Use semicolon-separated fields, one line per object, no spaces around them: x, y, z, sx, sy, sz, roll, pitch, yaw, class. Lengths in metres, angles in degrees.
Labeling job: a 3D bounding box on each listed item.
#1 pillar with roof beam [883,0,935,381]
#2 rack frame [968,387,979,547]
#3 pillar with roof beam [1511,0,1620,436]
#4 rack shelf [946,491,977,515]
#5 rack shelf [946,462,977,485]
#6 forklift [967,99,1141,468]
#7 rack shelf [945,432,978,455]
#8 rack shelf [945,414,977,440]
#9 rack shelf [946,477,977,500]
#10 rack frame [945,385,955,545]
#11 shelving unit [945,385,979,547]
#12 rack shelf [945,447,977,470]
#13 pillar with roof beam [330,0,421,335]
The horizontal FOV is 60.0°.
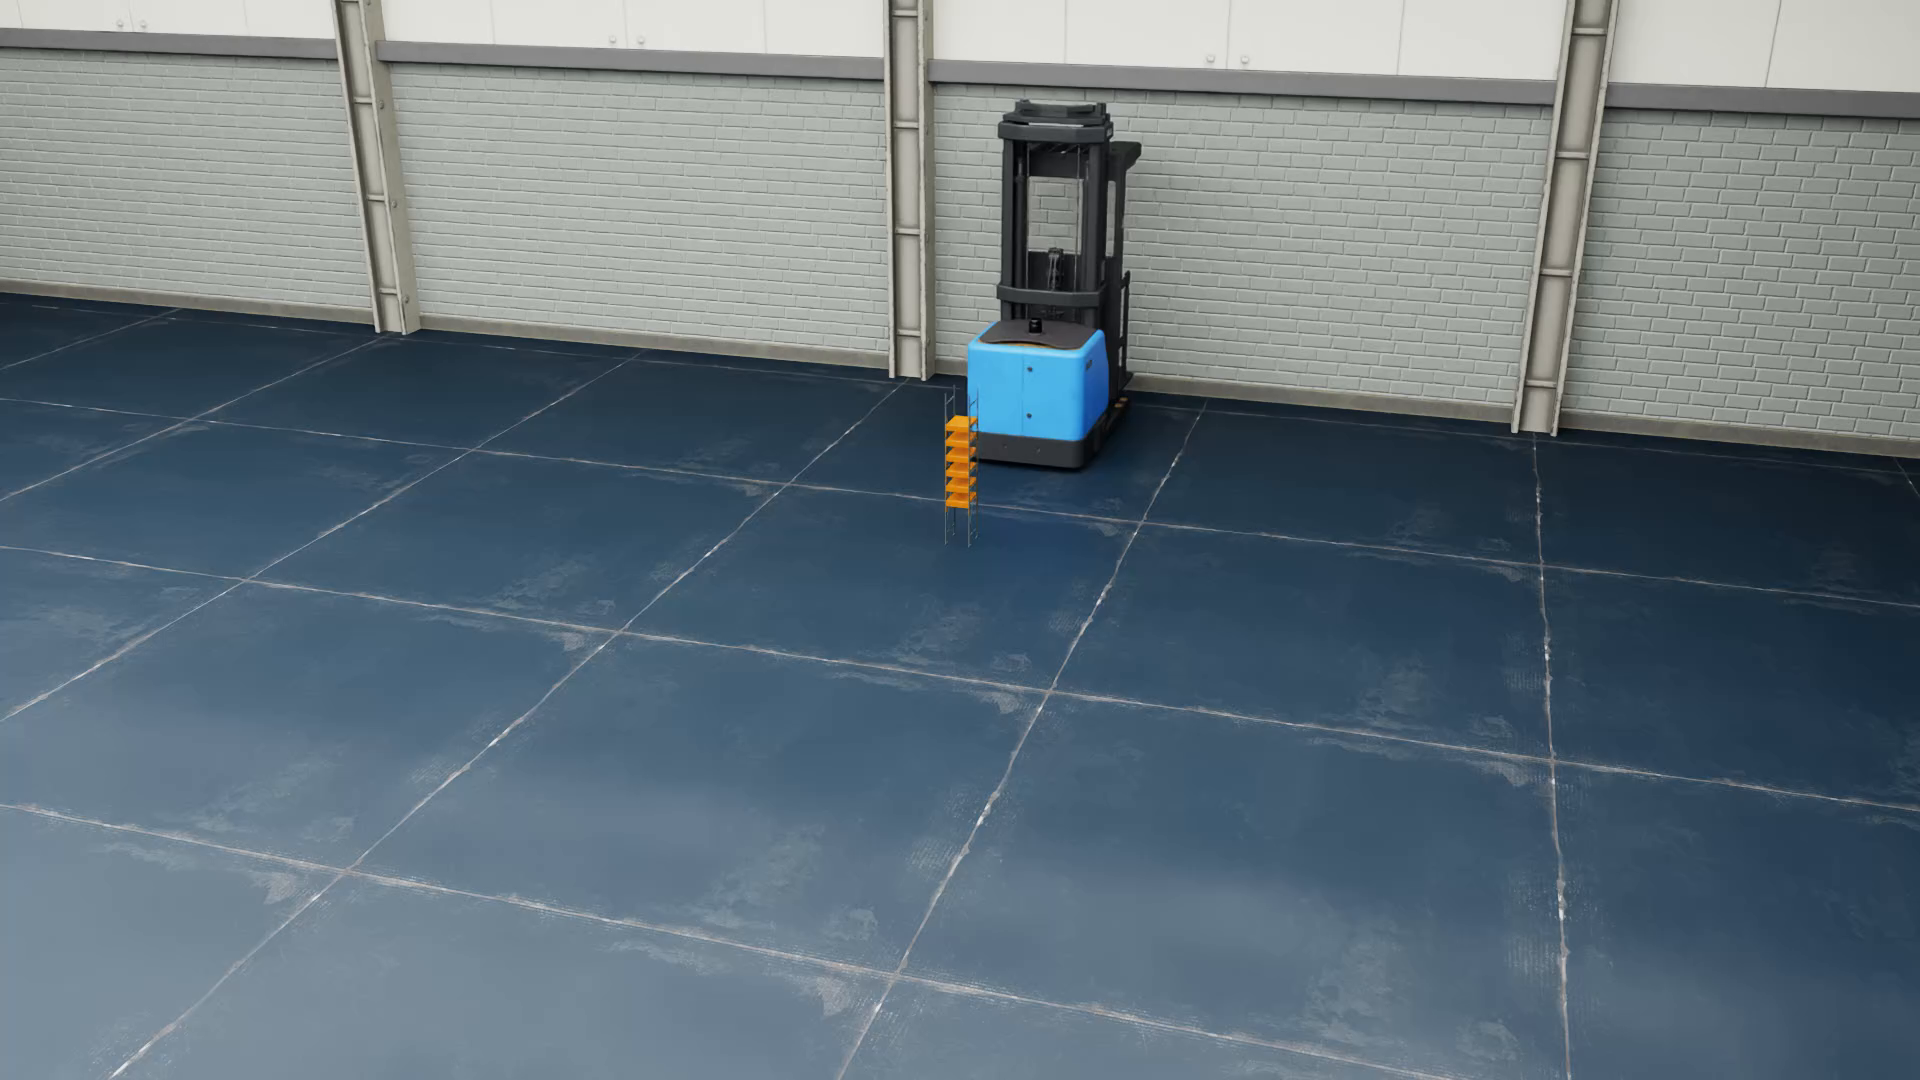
-1.726;-4.273;11.330;0.400;9.000;9.100;7;23;16;pillar with roof beam
0.101;-0.543;12.514;0.006;1.200;0.240;7;23;16;rack frame
4.019;-3.615;9.726;0.400;9.000;9.100;7;23;16;pillar with roof beam
0.014;-0.290;12.646;0.180;0.103;0.258;7;23;16;rack shelf
0.014;-0.512;12.555;0.180;0.103;0.258;7;23;16;rack shelf
0.974;-2.495;14.991;1.130;2.935;3.031;7;23;16;forklift
0.014;-0.734;12.464;0.180;0.103;0.258;7;23;16;rack shelf
0.014;-0.845;12.419;0.180;0.103;0.258;7;23;16;rack shelf
0.014;-0.401;12.601;0.180;0.103;0.258;7;23;16;rack shelf
-0.074;-0.564;12.563;0.006;1.200;0.240;7;23;16;rack frame
0.014;-0.554;12.538;0.189;1.200;0.258;7;23;16;shelving unit
0.014;-0.623;12.510;0.180;0.103;0.258;7;23;16;rack shelf
-7.470;-4.931;12.933;0.400;9.000;9.100;7;23;16;pillar with roof beam
